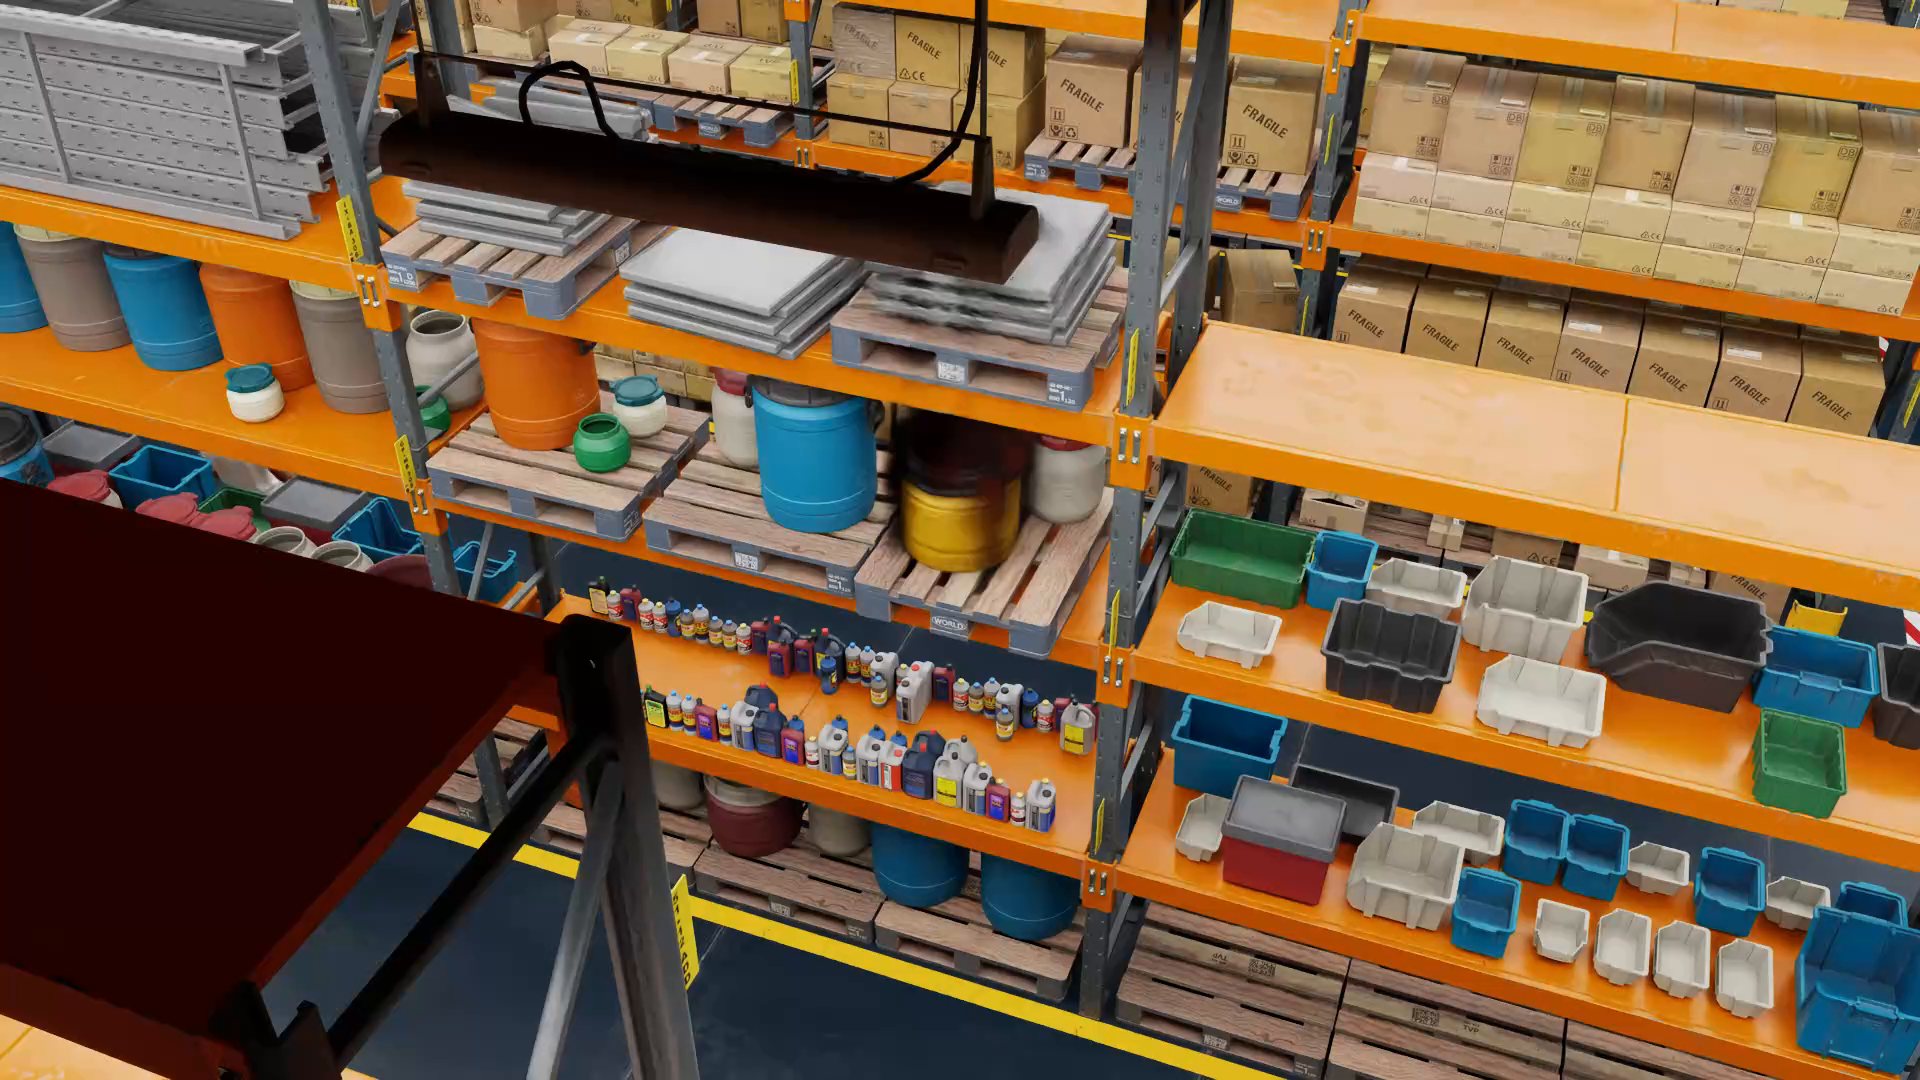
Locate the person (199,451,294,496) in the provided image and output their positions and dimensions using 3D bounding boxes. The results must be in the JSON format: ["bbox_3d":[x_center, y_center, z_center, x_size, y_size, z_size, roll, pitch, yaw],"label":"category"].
[{"bbox_3d":[-5.151,-0.319,12.383,0.835,1.664,0.727,-8,37,-10],"label":"person"}]
